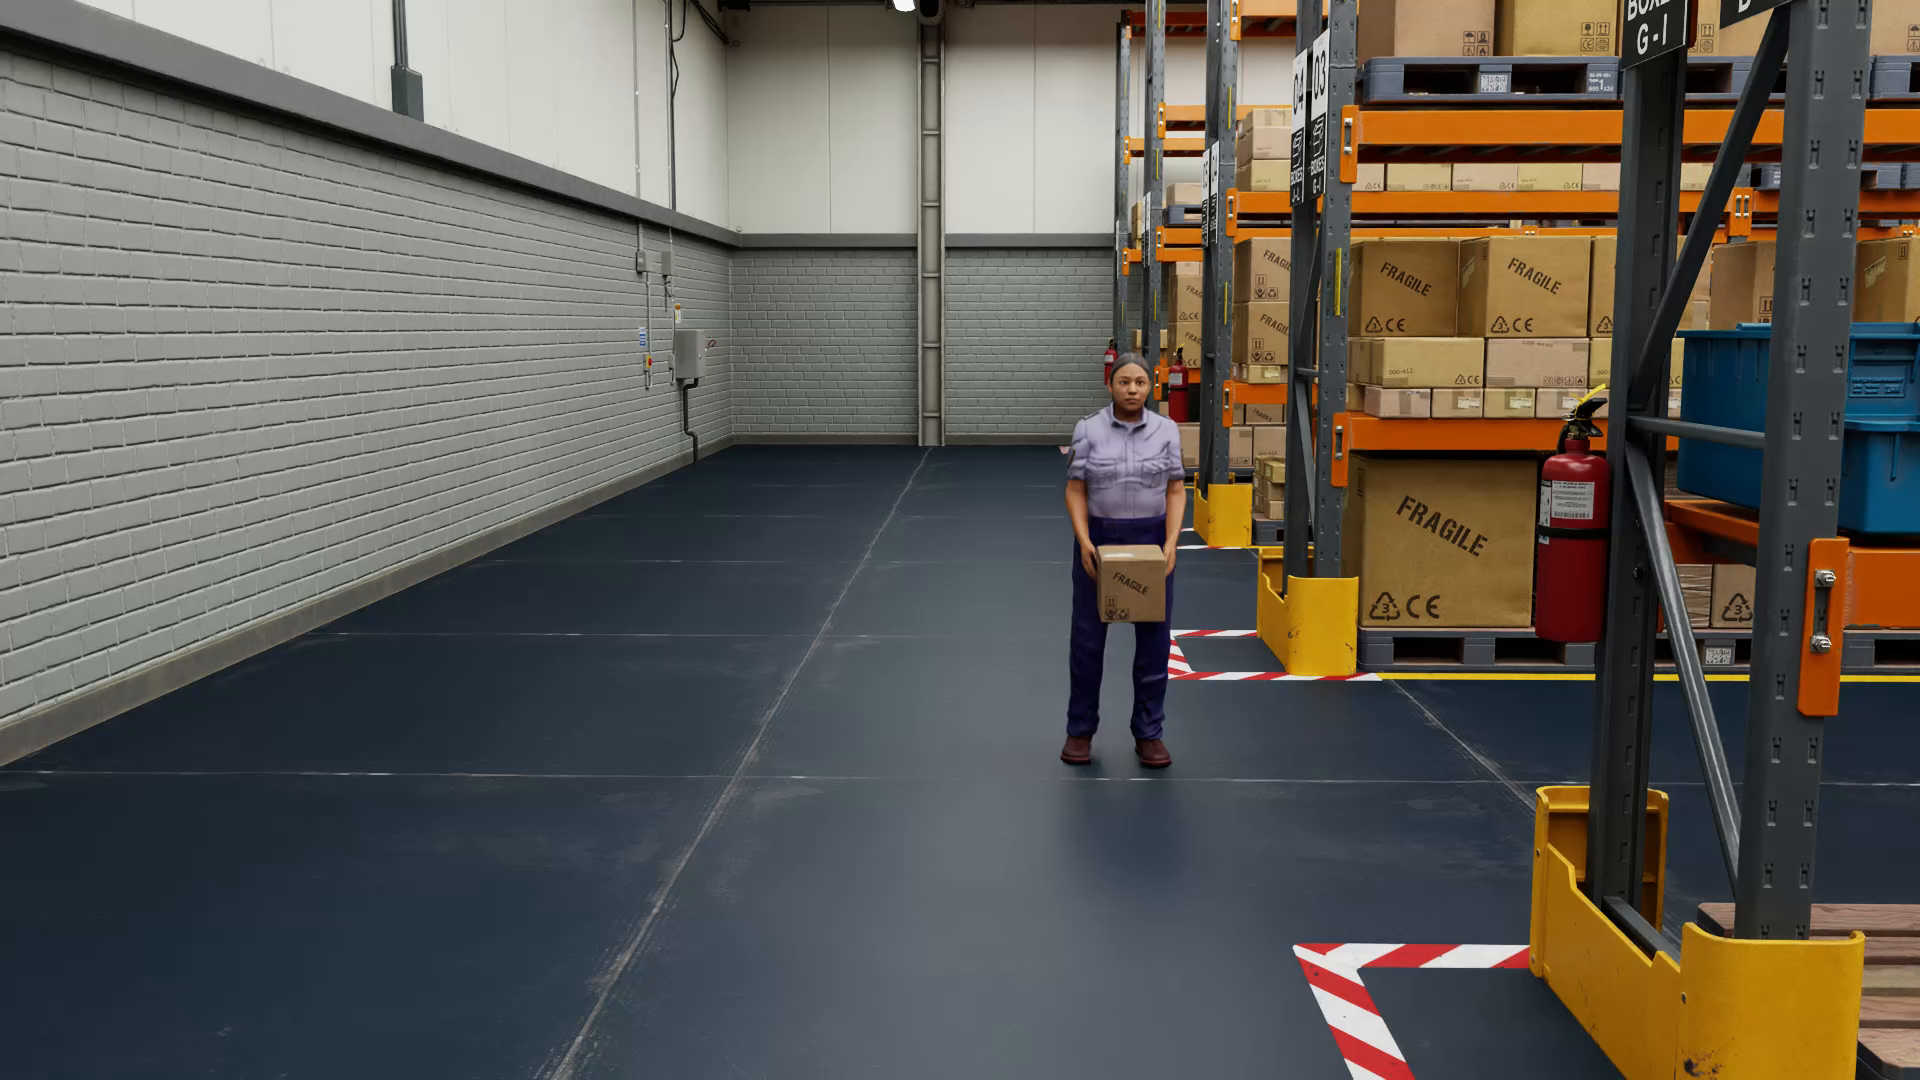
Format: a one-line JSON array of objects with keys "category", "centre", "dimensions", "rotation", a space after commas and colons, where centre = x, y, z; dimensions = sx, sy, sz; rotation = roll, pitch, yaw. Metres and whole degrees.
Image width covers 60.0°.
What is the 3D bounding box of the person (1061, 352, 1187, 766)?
[{"category": "person", "centre": [0.667, 0.069, 6.755], "dimensions": [0.510, 1.656, 0.421], "rotation": [0, 7, 0]}]
